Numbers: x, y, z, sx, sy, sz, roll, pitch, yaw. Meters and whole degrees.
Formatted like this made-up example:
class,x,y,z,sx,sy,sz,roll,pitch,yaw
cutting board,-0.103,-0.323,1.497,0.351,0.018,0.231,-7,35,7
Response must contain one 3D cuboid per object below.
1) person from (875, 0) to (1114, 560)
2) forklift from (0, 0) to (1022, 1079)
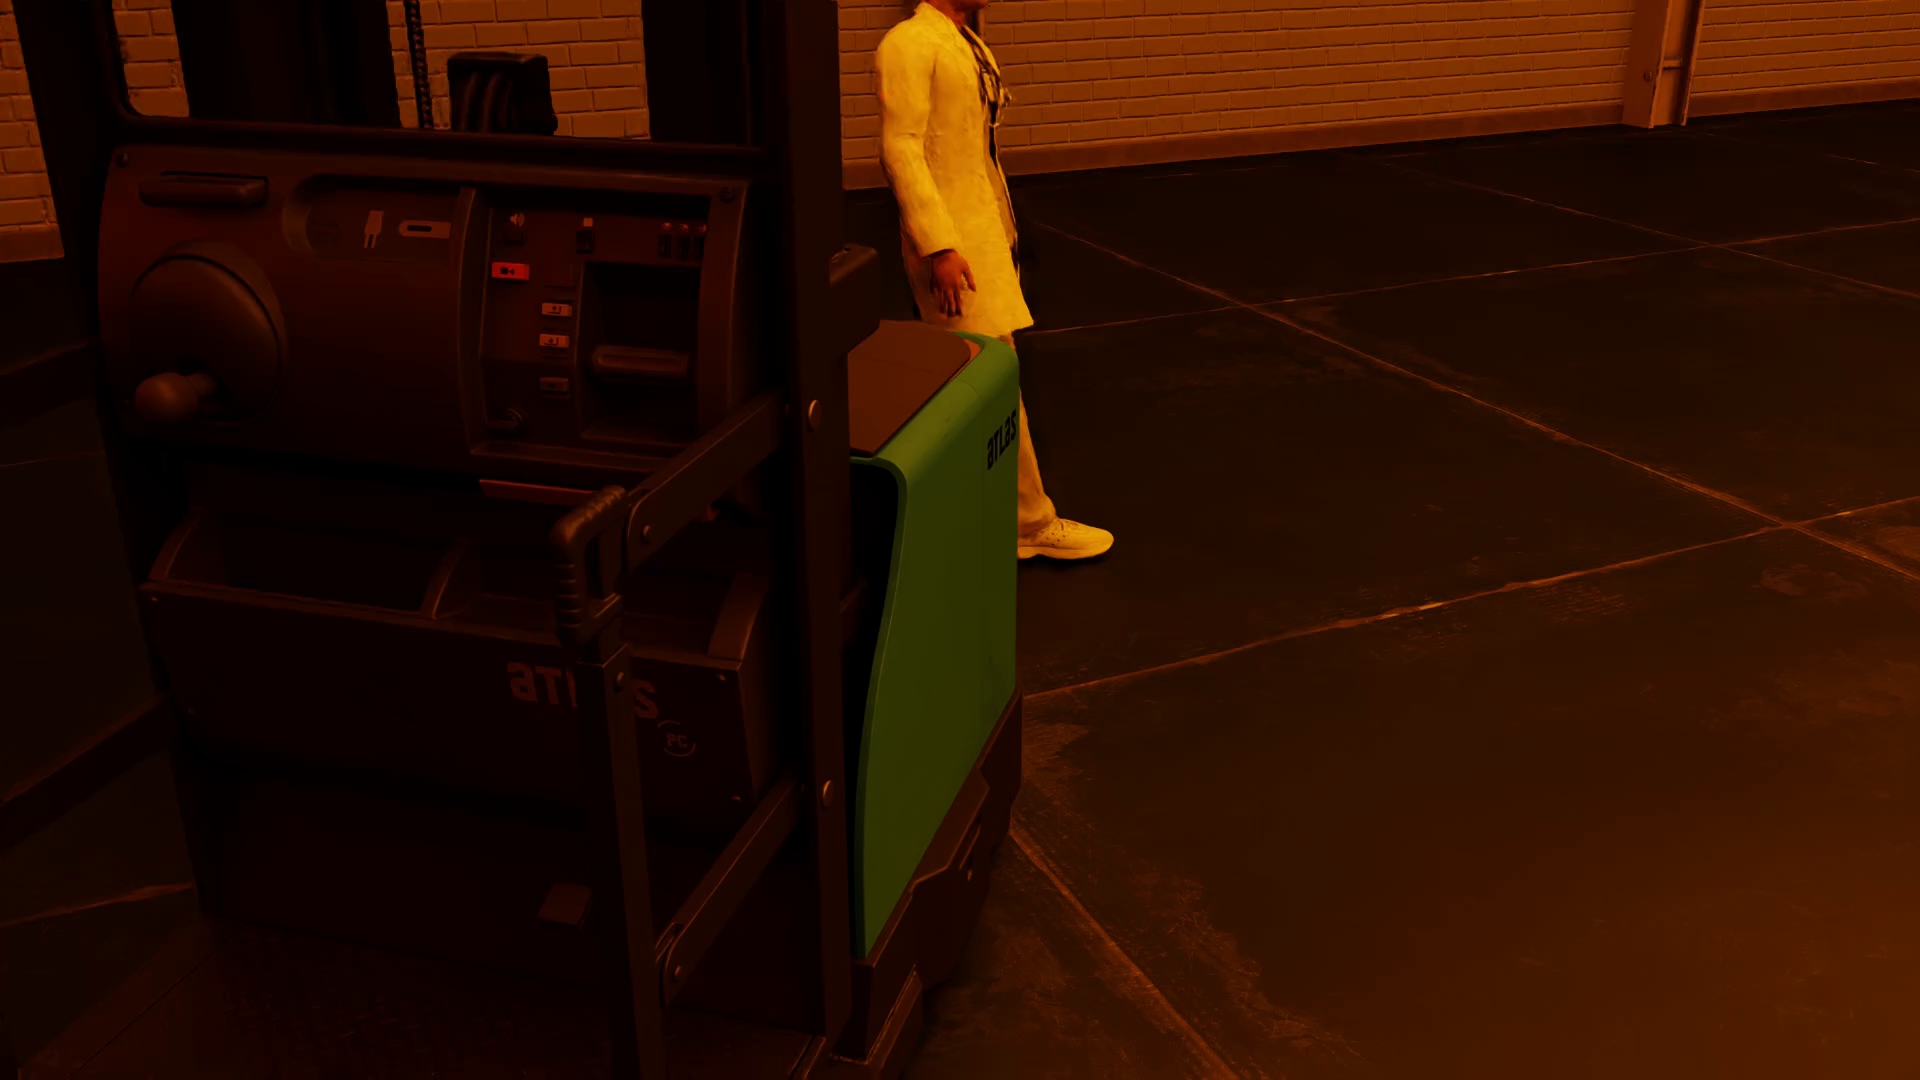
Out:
class,x,y,z,sx,sy,sz,roll,pitch,yaw
person,0.139,-0.809,4.722,0.672,1.777,0.693,6,23,15
forklift,-0.769,-0.280,1.960,1.130,2.935,3.031,6,23,15
